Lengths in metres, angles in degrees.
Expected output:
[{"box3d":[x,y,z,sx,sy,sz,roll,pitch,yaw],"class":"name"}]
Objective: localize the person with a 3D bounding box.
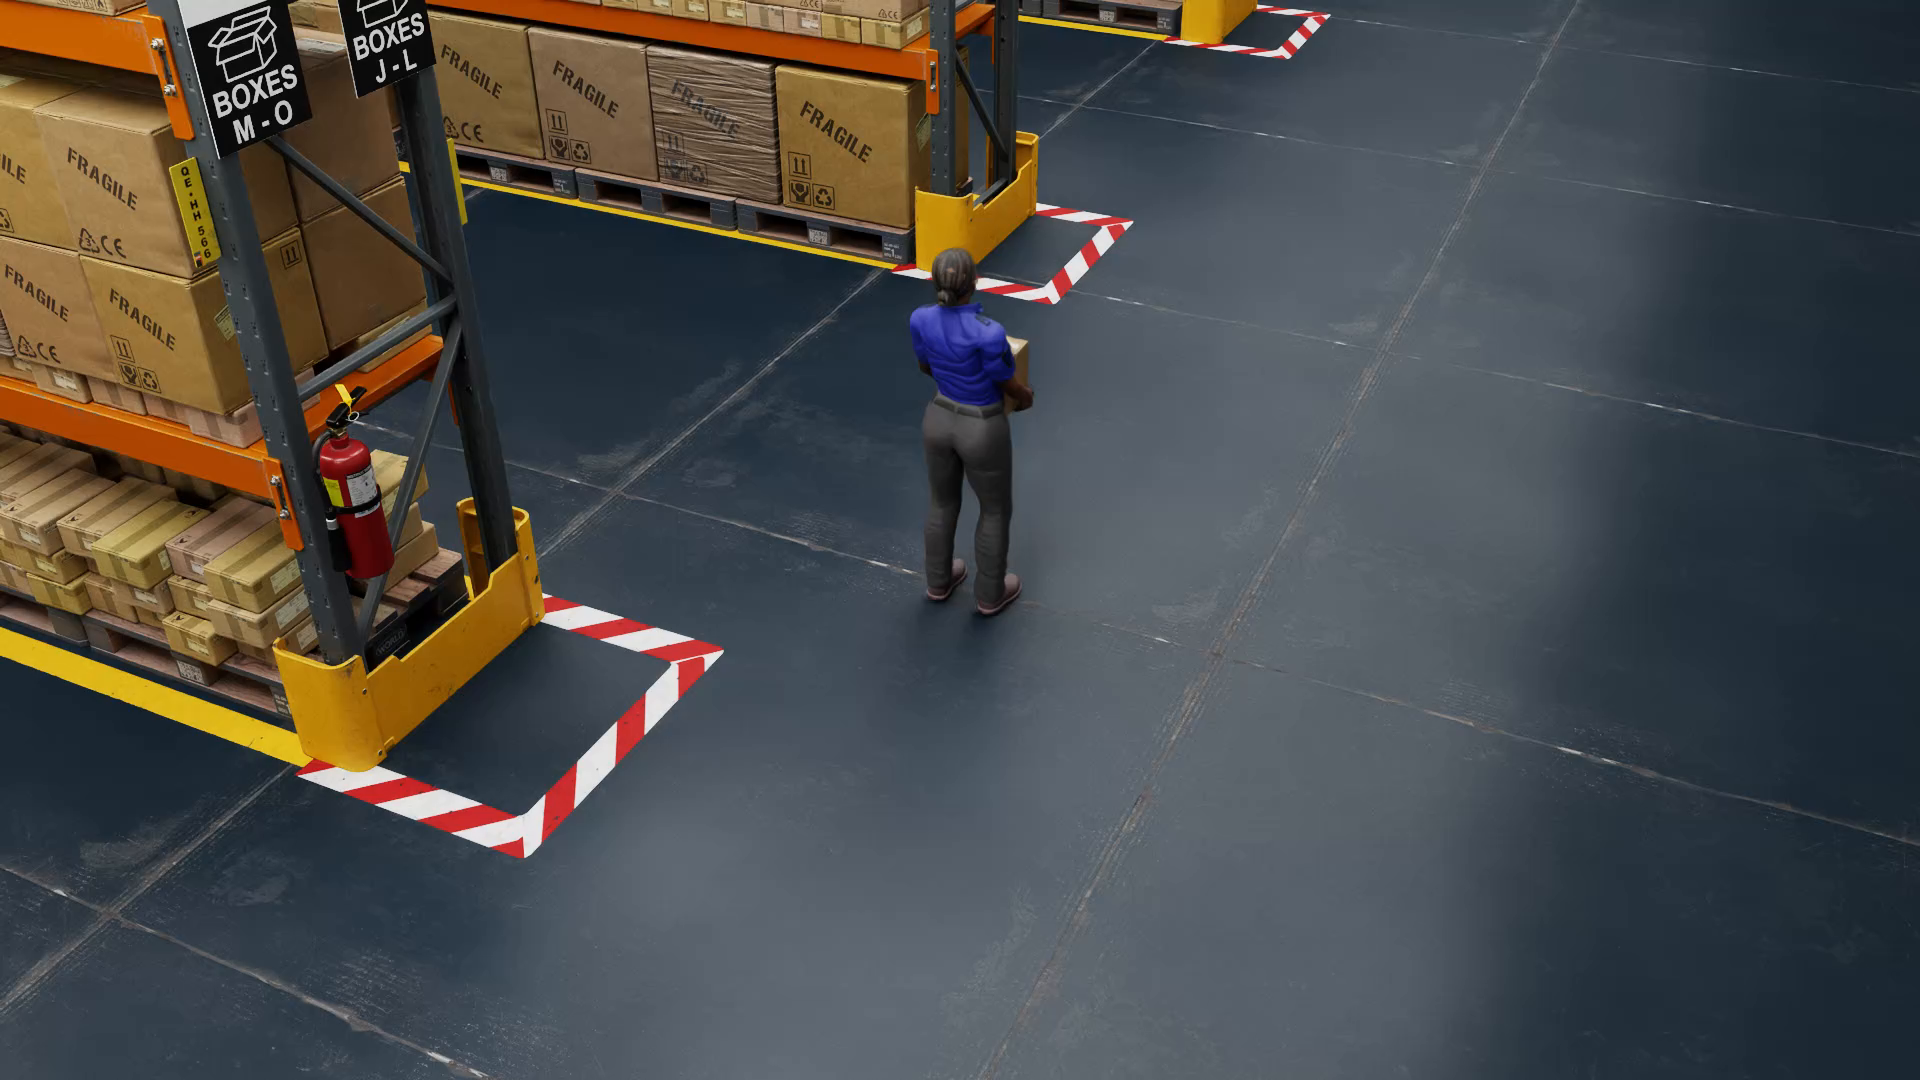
[{"box3d":[0.062,-0.477,6.857,0.456,1.655,0.507,19,38,26],"class":"person"}]
